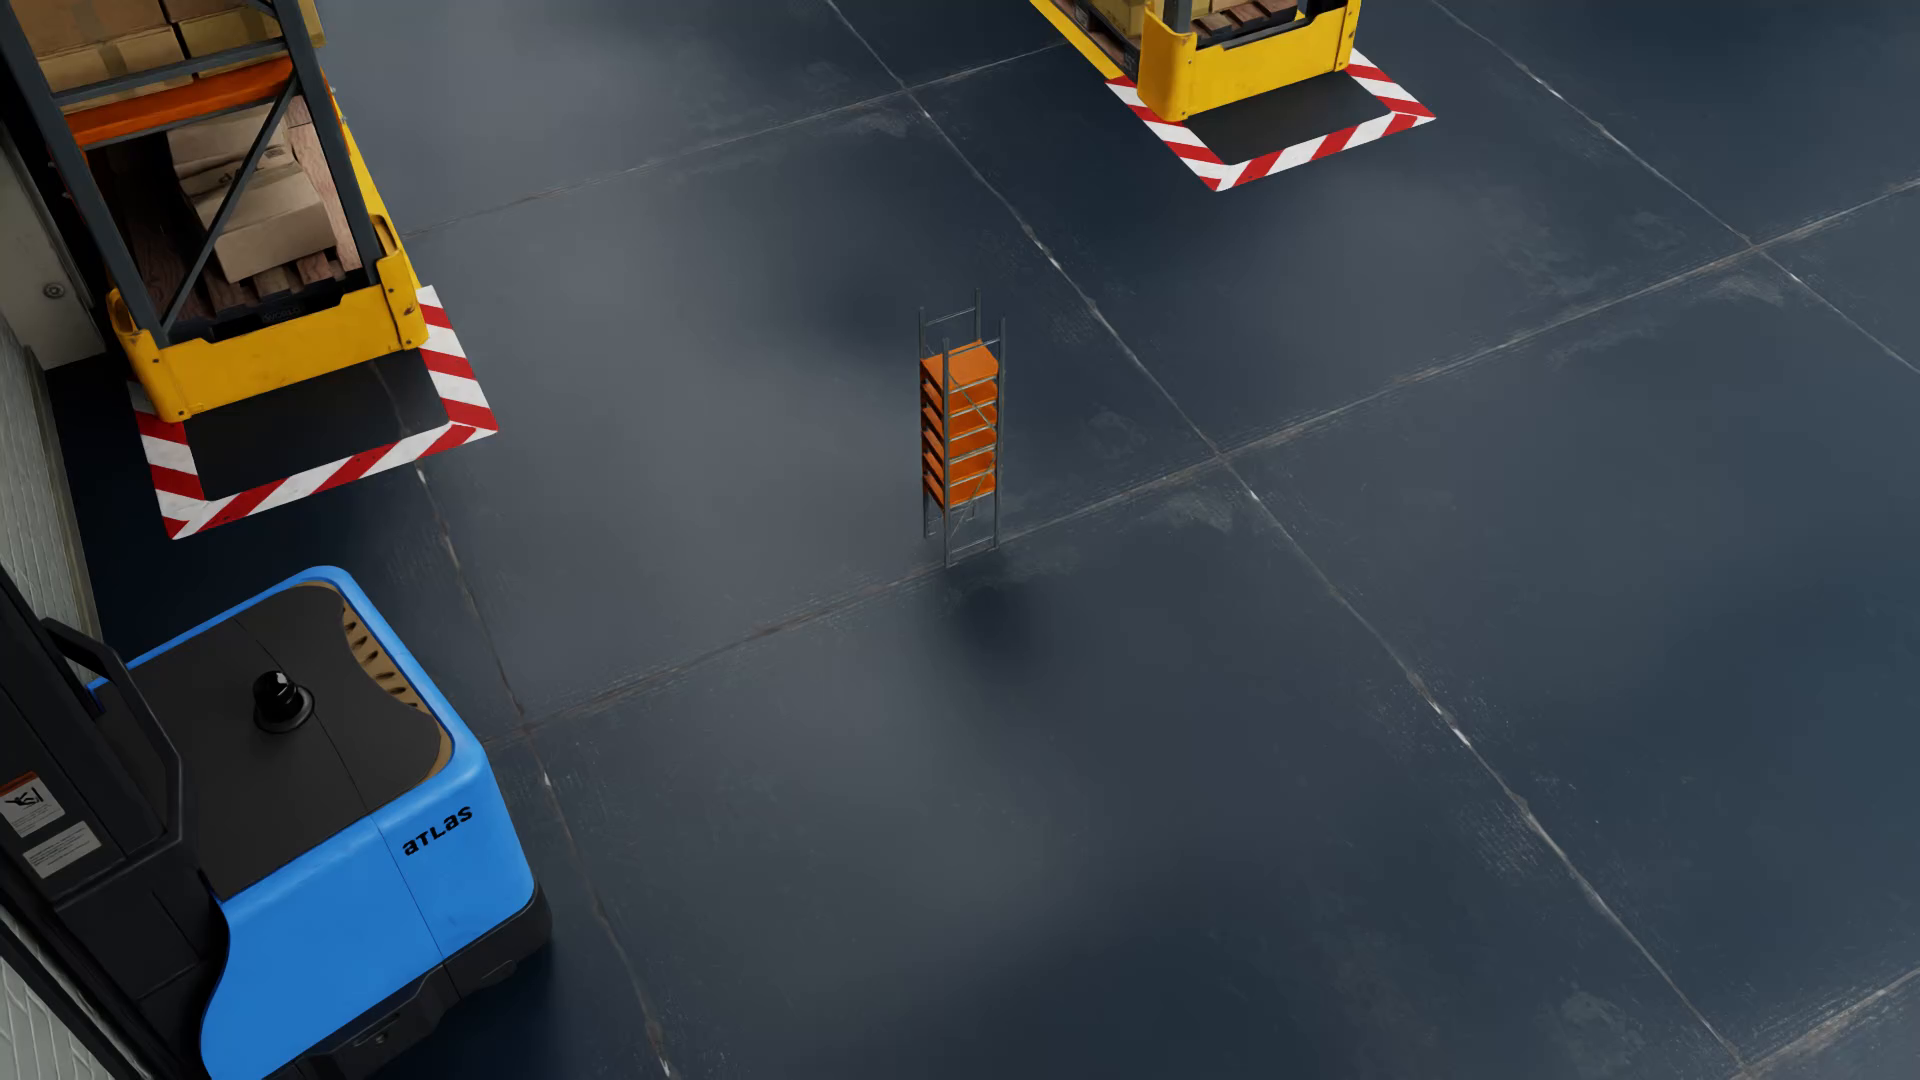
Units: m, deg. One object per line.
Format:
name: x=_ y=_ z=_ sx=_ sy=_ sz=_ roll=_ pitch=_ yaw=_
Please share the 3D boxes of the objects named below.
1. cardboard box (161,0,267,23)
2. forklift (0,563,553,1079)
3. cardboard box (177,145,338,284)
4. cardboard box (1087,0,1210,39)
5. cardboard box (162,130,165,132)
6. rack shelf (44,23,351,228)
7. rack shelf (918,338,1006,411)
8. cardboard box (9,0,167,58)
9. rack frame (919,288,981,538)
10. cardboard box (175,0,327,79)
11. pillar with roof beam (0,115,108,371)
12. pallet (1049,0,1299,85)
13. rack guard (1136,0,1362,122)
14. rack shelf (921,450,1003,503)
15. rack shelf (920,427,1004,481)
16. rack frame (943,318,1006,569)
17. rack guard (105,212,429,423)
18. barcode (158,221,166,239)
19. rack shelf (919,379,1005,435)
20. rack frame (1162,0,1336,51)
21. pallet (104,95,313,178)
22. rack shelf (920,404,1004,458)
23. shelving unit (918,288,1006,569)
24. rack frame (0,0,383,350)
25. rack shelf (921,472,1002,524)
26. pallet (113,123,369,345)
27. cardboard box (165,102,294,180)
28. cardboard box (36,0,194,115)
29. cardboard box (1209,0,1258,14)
cardboard box: x=-2.868 y=-2.360 z=6.302 sx=0.500 sy=0.500 sz=0.500 roll=-21 pitch=52 yaw=-17
forklift: x=-2.789 y=0.784 z=4.010 sx=3.031 sy=2.935 sz=1.130 roll=-32 pitch=56 yaw=-25
cardboard box: x=-3.153 y=-1.487 z=7.444 sx=0.500 sy=0.311 sz=0.500 roll=-27 pitch=54 yaw=-21
cardboard box: x=0.978 y=-2.932 z=8.762 sx=0.500 sy=0.250 sz=0.500 roll=-21 pitch=52 yaw=-18
cardboard box: x=-3.706 y=-2.439 z=8.151 sx=0.700 sy=0.500 sz=0.500 roll=-24 pitch=53 yaw=-20
rack shelf: x=-3.832 y=-2.835 z=7.607 sx=1.077 sy=0.370 sz=4.000 roll=-21 pitch=52 yaw=-18
rack shelf: x=0.007 y=-0.593 z=5.945 sx=0.258 sy=0.103 sz=0.180 roll=-21 pitch=52 yaw=-18
cardboard box: x=-3.322 y=-2.179 z=6.144 sx=0.500 sy=0.500 sz=0.500 roll=-22 pitch=52 yaw=-18
rack frame: x=-0.035 y=-0.447 z=6.236 sx=0.240 sy=1.200 sz=0.006 roll=-21 pitch=52 yaw=-18
cardboard box: x=-2.858 y=-2.126 z=6.596 sx=0.500 sy=0.250 sz=0.500 roll=-23 pitch=53 yaw=-19
pillar with roof beam: x=-0.178 y=-5.361 z=5.353 sx=9.100 sy=9.000 sz=0.400 roll=-21 pitch=52 yaw=-18
pallet: x=1.099 y=-3.021 z=9.145 sx=1.003 sy=0.211 sz=1.213 roll=-21 pitch=52 yaw=-18
rack guard: x=1.497 y=-2.603 z=8.587 sx=1.175 sy=0.500 sz=0.348 roll=-21 pitch=52 yaw=-18
rack shelf: x=0.007 y=-0.277 z=6.306 sx=0.258 sy=0.103 sz=0.180 roll=-21 pitch=52 yaw=-18
rack shelf: x=0.007 y=-0.356 z=6.216 sx=0.258 sy=0.103 sz=0.180 roll=-21 pitch=52 yaw=-18
rack frame: x=0.049 y=-0.324 z=6.129 sx=0.240 sy=1.200 sz=0.006 roll=-21 pitch=52 yaw=-18
rack guard: x=-2.952 y=-0.961 z=7.151 sx=1.175 sy=0.500 sz=0.348 roll=-21 pitch=52 yaw=-18
barcode: x=-3.517 y=-1.364 z=7.331 sx=0.001 sy=0.075 sz=0.075 roll=-21 pitch=52 yaw=-18
rack shelf: x=0.007 y=-0.514 z=6.035 sx=0.258 sy=0.103 sz=0.180 roll=-21 pitch=52 yaw=-18
rack frame: x=1.486 y=-3.442 z=7.660 sx=1.000 sy=3.000 sz=0.127 roll=-21 pitch=52 yaw=-18
pallet: x=-3.846 y=-2.237 z=8.459 sx=1.003 sy=0.211 sz=1.213 roll=-21 pitch=52 yaw=-18
rack shelf: x=0.007 y=-0.435 z=6.126 sx=0.258 sy=0.103 sz=0.180 roll=-21 pitch=52 yaw=-18
shelving unit: x=0.007 y=-0.385 z=6.183 sx=0.258 sy=1.200 sz=0.189 roll=-21 pitch=52 yaw=-18
rack frame: x=-2.917 y=-1.733 z=6.166 sx=1.000 sy=3.000 sz=0.127 roll=-21 pitch=52 yaw=-18
rack shelf: x=0.007 y=-0.198 z=6.397 sx=0.258 sy=0.103 sz=0.180 roll=-21 pitch=52 yaw=-18
pallet: x=-3.292 y=-1.422 z=7.746 sx=1.003 sy=0.211 sz=1.213 roll=-21 pitch=52 yaw=-18
cardboard box: x=-3.414 y=-1.868 z=7.778 sx=0.500 sy=0.311 sz=0.500 roll=-17 pitch=51 yaw=-15
cardboard box: x=-3.303 y=-1.936 z=6.430 sx=0.500 sy=0.250 sz=0.500 roll=-20 pitch=52 yaw=-17
cardboard box: x=1.438 y=-3.110 z=8.918 sx=0.500 sy=0.250 sz=0.500 roll=-21 pitch=52 yaw=-18
